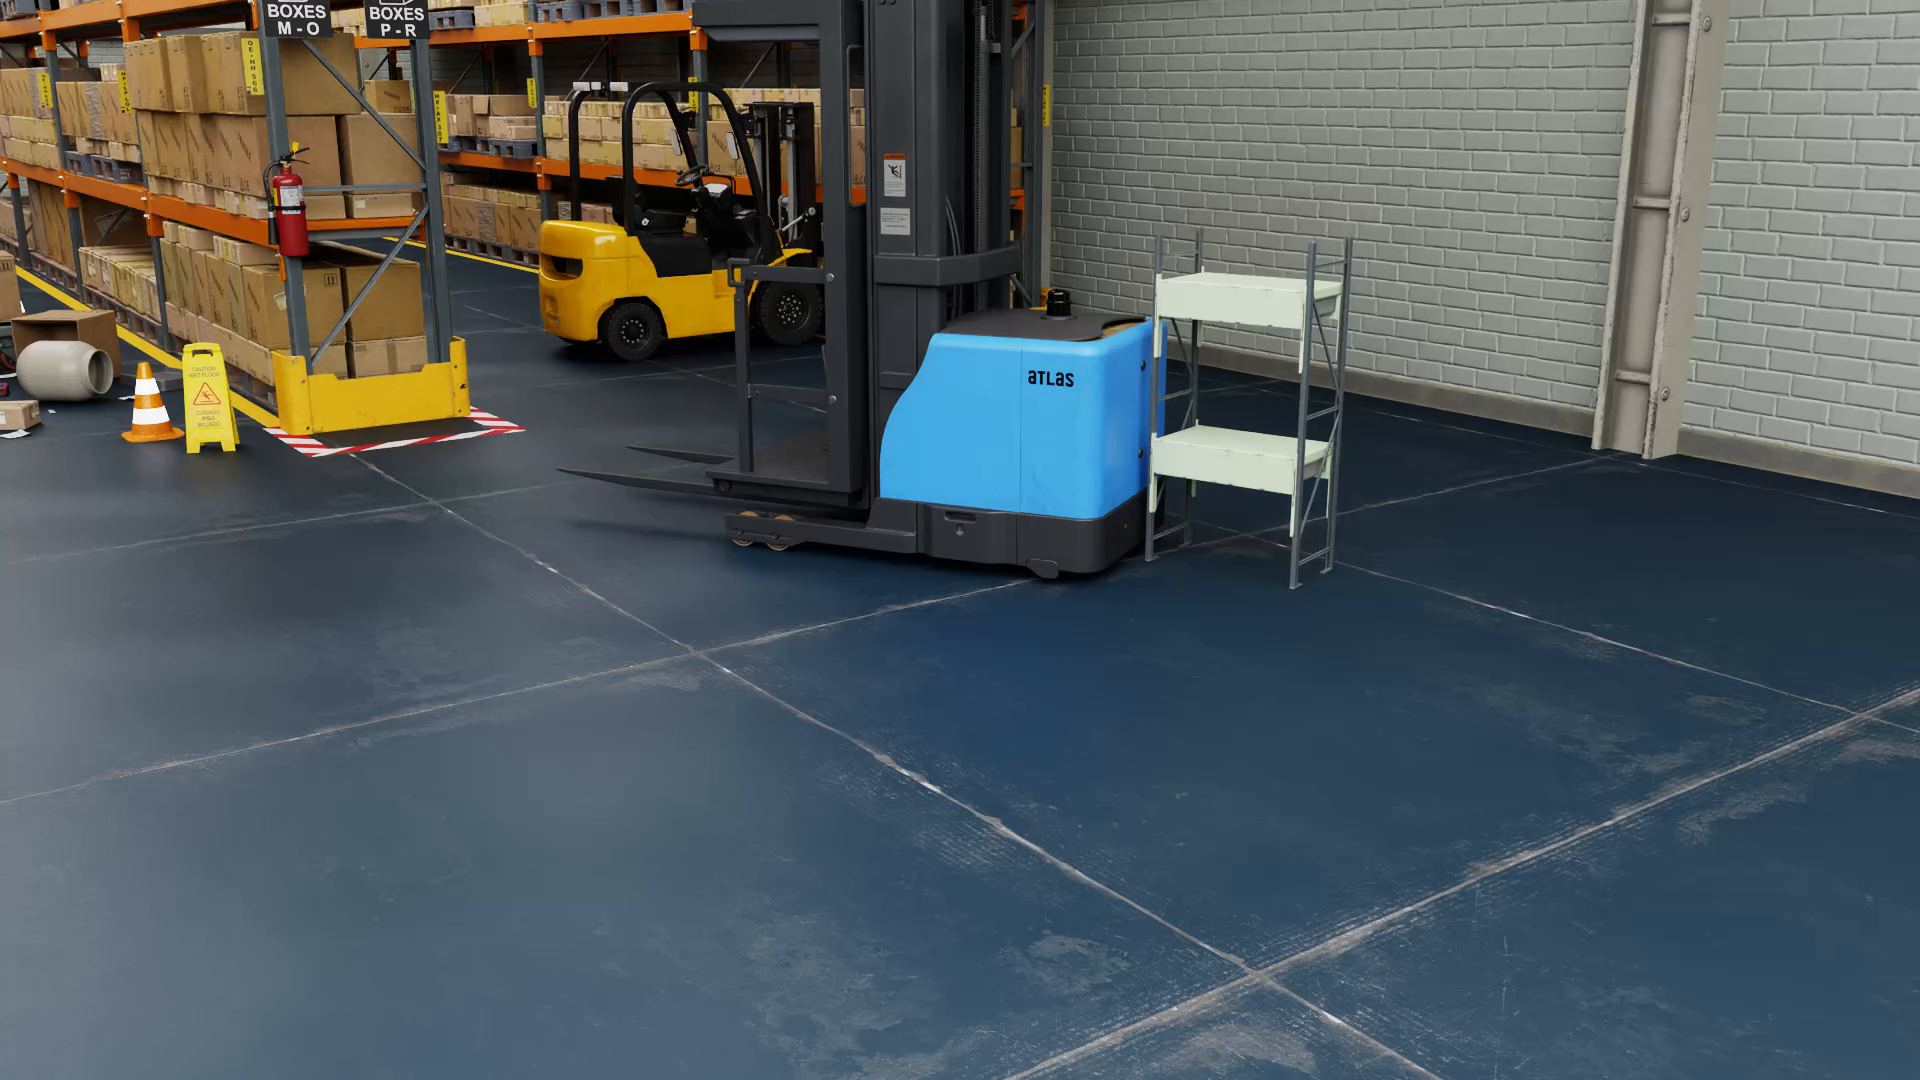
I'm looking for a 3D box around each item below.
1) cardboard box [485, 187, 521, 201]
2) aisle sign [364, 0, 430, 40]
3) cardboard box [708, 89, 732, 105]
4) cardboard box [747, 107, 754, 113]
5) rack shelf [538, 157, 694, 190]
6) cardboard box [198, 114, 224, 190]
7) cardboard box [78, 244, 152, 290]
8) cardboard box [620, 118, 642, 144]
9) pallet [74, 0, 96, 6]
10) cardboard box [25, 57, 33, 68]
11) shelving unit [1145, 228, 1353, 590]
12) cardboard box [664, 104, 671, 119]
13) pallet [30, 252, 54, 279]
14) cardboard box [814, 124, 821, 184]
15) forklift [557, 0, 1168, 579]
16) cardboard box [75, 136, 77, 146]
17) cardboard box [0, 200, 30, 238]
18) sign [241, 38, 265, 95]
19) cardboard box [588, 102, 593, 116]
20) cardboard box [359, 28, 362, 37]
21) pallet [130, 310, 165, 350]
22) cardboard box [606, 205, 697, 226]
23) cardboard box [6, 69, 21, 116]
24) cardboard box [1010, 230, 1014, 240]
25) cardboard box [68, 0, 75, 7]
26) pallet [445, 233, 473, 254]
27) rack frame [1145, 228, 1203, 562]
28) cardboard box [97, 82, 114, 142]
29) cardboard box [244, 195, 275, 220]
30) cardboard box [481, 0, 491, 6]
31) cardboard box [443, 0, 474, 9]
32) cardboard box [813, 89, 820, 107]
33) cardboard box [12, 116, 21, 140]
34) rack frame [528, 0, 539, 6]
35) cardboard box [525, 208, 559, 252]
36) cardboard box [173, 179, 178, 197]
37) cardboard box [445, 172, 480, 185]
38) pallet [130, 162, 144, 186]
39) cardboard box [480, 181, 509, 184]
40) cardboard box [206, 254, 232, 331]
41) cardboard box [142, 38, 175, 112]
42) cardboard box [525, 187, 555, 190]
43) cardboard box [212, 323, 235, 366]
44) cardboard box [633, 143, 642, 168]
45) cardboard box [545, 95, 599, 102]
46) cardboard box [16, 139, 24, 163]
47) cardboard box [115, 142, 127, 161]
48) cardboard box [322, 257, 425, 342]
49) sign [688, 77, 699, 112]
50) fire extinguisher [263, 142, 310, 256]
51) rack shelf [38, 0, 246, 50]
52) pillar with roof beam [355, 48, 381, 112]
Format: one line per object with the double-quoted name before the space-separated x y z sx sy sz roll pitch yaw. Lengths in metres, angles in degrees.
"cardboard box" -5.828 -4.413 21.229 0.380 0.149 0.250 -11 19 -34
"aisle sign" -3.494 -3.499 10.253 0.394 0.787 0.004 -11 19 -35
"cardboard box" -2.173 -4.226 15.852 0.380 0.149 0.250 -10 18 -33
"cardboard box" -1.731 -3.917 15.287 0.380 0.149 0.250 -10 18 -33
"rack shelf" -3.296 -3.915 18.062 1.077 0.370 4.000 -11 19 -35
"cardboard box" -4.905 -2.690 11.469 0.500 0.500 0.500 -11 19 -35
"cardboard box" -8.161 -2.731 16.555 0.950 0.372 0.625 -12 20 -38
"cardboard box" -3.220 -4.288 17.398 0.500 0.250 0.500 -10 18 -33
"pallet" -7.022 -4.790 14.567 1.213 0.211 1.003 -11 19 -35
"cardboard box" -11.343 -5.705 19.927 0.380 0.149 0.250 -10 18 -33
"shelving unit" 1.279 -0.606 7.450 0.755 1.500 0.431 11 19 35
"cardboard box" -2.768 -4.348 16.861 0.380 0.149 0.250 -11 19 -35
"pallet" -10.322 -3.274 19.639 1.003 0.211 1.213 -11 19 -35
"cardboard box" -1.174 -3.421 14.704 0.500 0.500 0.500 -11 19 -34
"forklift" -0.567 -1.482 7.938 3.031 2.935 1.130 7 17 24
"cardboard box" -8.444 -3.901 16.329 0.380 0.149 0.250 -12 19 -38
"cardboard box" -12.175 -4.274 22.067 0.875 0.438 0.875 -10 18 -33
"sign" -4.242 -2.839 9.975 0.100 0.325 0.005 -11 19 -35
"cardboard box" -3.857 -4.726 18.244 0.380 0.149 0.250 -11 19 -34
"cardboard box" -8.446 -7.343 24.015 0.380 0.149 0.250 -11 19 -35
"pallet" -6.592 -1.885 14.564 1.003 0.211 1.213 -11 19 -35
"cardboard box" -3.330 -3.329 18.261 0.875 0.625 0.625 -12 19 -37
"cardboard box" -10.196 -4.952 18.405 0.500 0.500 0.500 -11 19 -36
"cardboard box" 0.102 -2.472 13.944 0.500 0.250 0.500 -11 19 -35
"cardboard box" -7.936 -5.209 15.556 0.700 0.500 0.500 -11 19 -35
"pallet" -6.315 -4.031 22.404 1.003 0.211 1.213 -11 19 -35
"rack frame" 0.986 -0.664 7.661 0.023 1.500 0.400 11 19 35
"cardboard box" -7.181 -3.738 14.504 0.500 0.500 0.500 -10 18 -33
"cardboard box" -4.413 -2.172 10.807 0.380 0.149 0.250 -11 19 -35
"cardboard box" -5.611 -6.573 20.258 0.380 0.149 0.250 -10 18 -33
"cardboard box" -6.225 -6.721 20.760 0.380 0.149 0.250 -10 18 -33
"cardboard box" -1.056 -3.856 14.502 0.380 0.149 0.250 -11 19 -34
"cardboard box" -10.202 -4.585 18.482 0.500 0.250 0.500 -11 19 -34
"rack frame" -4.472 -7.583 18.736 1.000 3.000 0.127 -11 19 -35
"cardboard box" -4.895 -3.743 20.010 0.500 0.500 0.500 -10 18 -33
"cardboard box" -5.836 -2.728 12.837 0.380 0.149 0.250 -11 19 -35
"cardboard box" -6.637 -4.831 22.192 0.380 0.149 0.250 -12 19 -37
"pallet" -6.465 -3.157 14.293 1.003 0.211 1.213 -11 19 -35
"cardboard box" -6.374 -4.820 22.714 0.380 0.149 0.250 -12 19 -37
"cardboard box" -5.064 -1.798 11.957 0.500 0.500 0.500 -11 19 -36
"cardboard box" -5.494 -3.387 12.120 0.700 0.500 0.500 -11 19 -36
"cardboard box" -5.330 -4.427 21.279 0.380 0.149 0.250 -11 19 -34
"cardboard box" -5.084 -1.440 12.068 0.500 0.250 0.500 -12 19 -37
"cardboard box" -3.195 -4.047 17.466 0.500 0.250 0.500 -11 19 -34
"cardboard box" -4.648 -5.074 19.949 0.500 0.500 0.500 -10 18 -32
"cardboard box" -10.198 -4.343 18.546 0.500 0.250 0.500 -11 19 -35
"cardboard box" -6.980 -3.321 14.208 0.380 0.149 0.250 -11 19 -35
"cardboard box" -4.046 -1.668 11.481 0.500 0.500 0.500 -12 19 -36
"sign" -2.553 -4.269 15.949 0.100 0.325 0.005 -11 19 -35
"fire extinguisher" -4.087 -2.077 10.128 0.296 0.674 0.183 -11 19 -35
"rack shelf" -7.309 -4.591 14.849 1.077 0.370 4.000 -11 19 -35
"pillar with roof beam" -13.514 -9.339 25.151 9.100 9.000 0.400 -11 19 -35
